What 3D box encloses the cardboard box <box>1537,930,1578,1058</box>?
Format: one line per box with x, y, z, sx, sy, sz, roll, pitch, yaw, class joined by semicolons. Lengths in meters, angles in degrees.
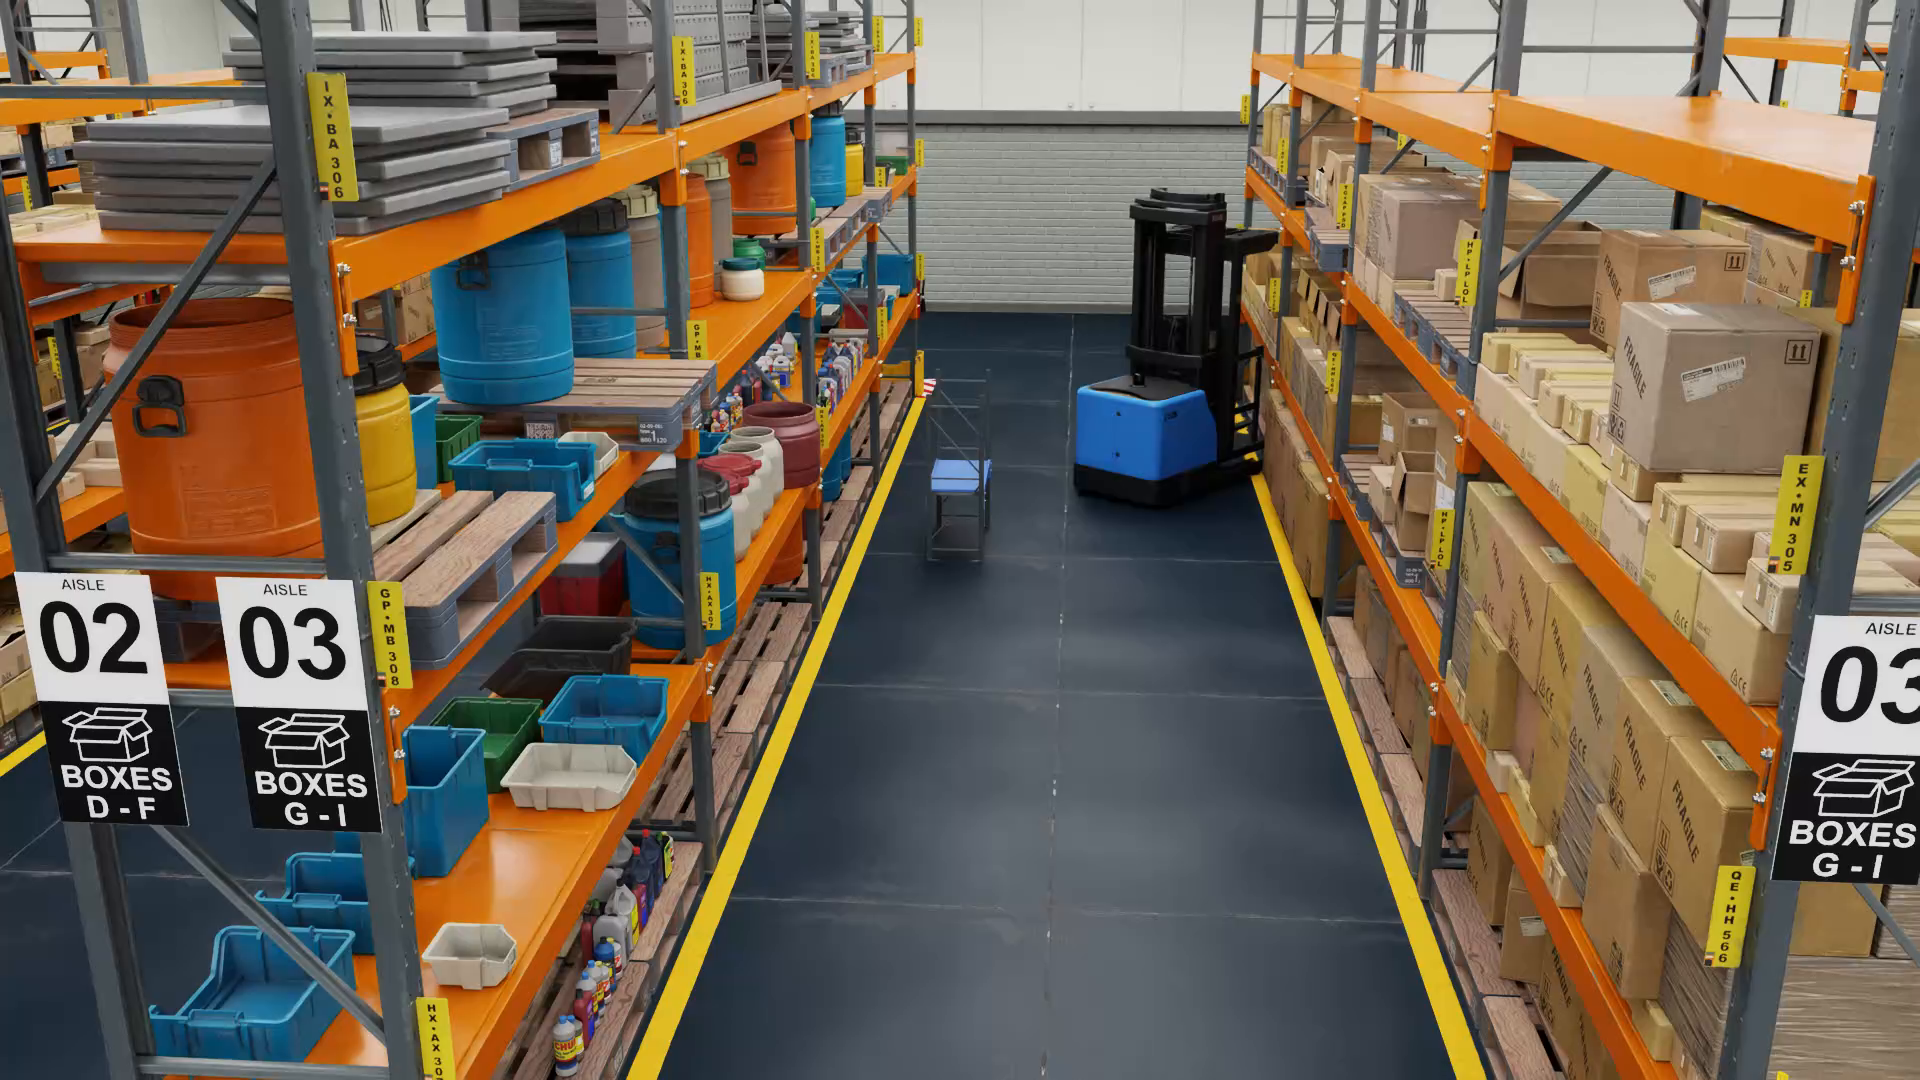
2.976;2.042;7.541;0.500;0.500;0.500;0;18;-1;cardboard box

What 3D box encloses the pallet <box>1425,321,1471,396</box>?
3.195;-0.968;8.870;1.213;0.211;1.003;1;18;4;pallet

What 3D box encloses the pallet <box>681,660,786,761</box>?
-1.793;1.148;11.408;1.003;0.211;1.213;1;18;4;pallet

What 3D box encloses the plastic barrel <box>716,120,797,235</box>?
-1.565;-2.800;12.798;0.600;0.830;0.708;1;18;4;plastic barrel

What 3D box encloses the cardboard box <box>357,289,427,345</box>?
-5.954;-2.349;17.440;0.500;0.500;0.500;2;18;5;cardboard box

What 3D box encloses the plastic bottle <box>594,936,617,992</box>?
-1.695;2.020;7.942;0.097;0.271;0.097;0;18;0;plastic bottle

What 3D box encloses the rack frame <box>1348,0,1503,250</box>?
3.331;-3.535;11.588;1.000;3.000;0.127;1;18;4;rack frame

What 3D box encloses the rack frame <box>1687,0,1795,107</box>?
8.845;-5.878;18.737;1.000;3.000;0.127;1;18;4;rack frame

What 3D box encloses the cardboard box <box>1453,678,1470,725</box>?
2.698;0.815;8.350;0.380;0.149;0.250;1;18;4;cardboard box

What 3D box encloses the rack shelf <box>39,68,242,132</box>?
-6.406;-3.847;14.336;1.077;0.370;4.000;1;18;4;rack shelf

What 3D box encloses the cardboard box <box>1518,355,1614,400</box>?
2.722;-0.723;7.424;0.380;0.149;0.250;1;18;4;cardboard box

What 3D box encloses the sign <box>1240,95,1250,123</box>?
3.352;-5.062;19.532;0.100;0.325;0.005;1;18;4;sign

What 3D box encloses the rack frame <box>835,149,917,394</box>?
-1.036;-3.280;20.442;1.000;3.000;0.127;1;18;4;rack frame

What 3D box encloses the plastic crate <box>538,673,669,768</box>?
-1.704;0.868;8.023;0.499;0.251;0.616;1;18;4;plastic crate

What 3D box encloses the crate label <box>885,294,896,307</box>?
-0.944;-2.749;19.149;0.396;0.136;0.243;1;18;4;crate label

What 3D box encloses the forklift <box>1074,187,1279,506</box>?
2.503;-2.111;16.986;1.130;2.935;3.031;16;24;40;forklift

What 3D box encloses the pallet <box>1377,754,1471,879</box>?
3.099;1.641;9.903;1.003;0.211;1.213;1;18;4;pallet

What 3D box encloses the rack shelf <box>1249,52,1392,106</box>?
3.761;-4.867;17.449;1.077;0.370;4.000;1;18;4;rack shelf

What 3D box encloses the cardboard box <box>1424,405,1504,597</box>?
3.241;-0.170;9.315;1.000;1.000;1.000;1;18;4;cardboard box

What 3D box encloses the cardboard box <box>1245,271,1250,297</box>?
3.570;-2.935;19.152;0.500;0.250;0.500;1;18;3;cardboard box

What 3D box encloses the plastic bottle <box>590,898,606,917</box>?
-1.795;1.901;8.287;0.061;0.283;0.133;1;18;4;plastic bottle

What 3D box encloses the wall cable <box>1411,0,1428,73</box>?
7.748;-9.228;23.794;2.277;5.999;0.120;1;18;4;wall cable

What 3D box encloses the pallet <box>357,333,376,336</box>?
-6.429;-1.812;16.271;1.003;0.211;1.213;1;18;4;pallet

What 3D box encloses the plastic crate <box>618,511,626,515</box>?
-2.052;0.001;10.771;0.450;0.188;0.662;1;18;4;plastic crate

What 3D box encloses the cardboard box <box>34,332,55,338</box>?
-11.112;-2.409;20.084;0.380;0.149;0.250;1;18;4;cardboard box

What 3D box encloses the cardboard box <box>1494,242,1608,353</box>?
3.177;-1.260;8.621;0.797;0.503;0.637;0;18;1;cardboard box

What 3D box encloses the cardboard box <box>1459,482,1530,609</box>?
2.759;0.028;8.104;0.500;0.500;0.500;1;18;4;cardboard box

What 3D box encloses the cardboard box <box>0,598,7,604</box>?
-6.984;0.571;11.530;0.500;0.311;0.500;1;18;3;cardboard box

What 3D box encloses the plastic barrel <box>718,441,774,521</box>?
-1.500;-0.393;11.453;0.421;0.512;0.421;0;18;0;plastic barrel

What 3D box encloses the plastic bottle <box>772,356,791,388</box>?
-1.650;-1.552;15.369;0.152;0.276;0.135;1;18;4;plastic bottle

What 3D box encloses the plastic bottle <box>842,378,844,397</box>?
-1.098;-1.393;15.002;0.097;0.201;0.097;0;18;0;plastic bottle

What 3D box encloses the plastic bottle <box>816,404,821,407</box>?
-1.222;-1.007;13.705;0.152;0.276;0.135;1;18;4;plastic bottle

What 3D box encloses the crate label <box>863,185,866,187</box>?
-0.999;-3.483;16.669;0.293;0.136;0.466;1;18;4;crate label

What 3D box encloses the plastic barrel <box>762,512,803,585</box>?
-1.591;-0.116;13.596;0.600;0.830;0.708;1;18;4;plastic barrel

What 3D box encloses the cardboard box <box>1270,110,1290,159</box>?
3.772;-4.393;18.026;0.700;0.500;0.500;0;18;0;cardboard box

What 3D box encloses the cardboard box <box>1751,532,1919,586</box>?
2.602;0.085;4.956;0.380;0.149;0.250;1;18;2;cardboard box

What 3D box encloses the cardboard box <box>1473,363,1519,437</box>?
2.757;-0.662;7.877;0.500;0.250;0.500;1;18;2;cardboard box

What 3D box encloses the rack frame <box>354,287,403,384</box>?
-6.263;-2.149;16.991;1.000;3.000;0.127;1;18;4;rack frame

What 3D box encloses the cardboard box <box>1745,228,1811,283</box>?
8.404;-2.920;17.100;0.500;0.500;0.500;2;18;5;cardboard box

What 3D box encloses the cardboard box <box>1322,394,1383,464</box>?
3.119;-0.891;12.991;0.500;0.500;0.500;2;18;6;cardboard box

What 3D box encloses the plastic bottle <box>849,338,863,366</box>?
-1.028;-1.849;16.274;0.152;0.276;0.135;1;18;4;plastic bottle

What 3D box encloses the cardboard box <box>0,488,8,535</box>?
-6.691;-0.269;11.094;0.500;0.500;0.500;1;18;4;cardboard box

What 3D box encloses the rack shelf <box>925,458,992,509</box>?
-0.006;-0.515;14.992;0.538;0.185;1.000;1;18;4;rack shelf

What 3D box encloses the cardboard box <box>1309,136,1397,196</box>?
3.586;-3.419;15.215;0.700;0.500;0.500;2;18;5;cardboard box

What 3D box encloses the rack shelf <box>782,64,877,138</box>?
-1.466;-3.735;13.995;1.077;0.370;4.000;1;18;4;rack shelf

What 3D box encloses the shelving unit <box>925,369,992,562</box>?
-0.006;-0.686;14.936;0.538;1.500;1.048;1;18;4;shelving unit

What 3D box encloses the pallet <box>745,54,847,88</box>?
-1.527;-3.589;12.698;1.213;0.211;1.003;1;18;4;pallet

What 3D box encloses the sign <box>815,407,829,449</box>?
-1.060;-0.862;12.803;0.100;0.325;0.005;1;18;4;sign

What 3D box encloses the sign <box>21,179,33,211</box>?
-7.090;-2.591;12.691;0.100;0.325;0.005;1;18;4;sign

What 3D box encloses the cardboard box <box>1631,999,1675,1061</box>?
2.557;1.670;5.740;0.380;0.149;0.250;1;18;4;cardboard box

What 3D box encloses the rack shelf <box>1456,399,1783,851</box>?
2.901;0.095;6.480;1.077;0.370;4.000;1;18;4;rack shelf

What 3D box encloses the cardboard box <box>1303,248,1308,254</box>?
4.132;-3.438;19.485;0.500;0.500;0.500;2;18;5;cardboard box

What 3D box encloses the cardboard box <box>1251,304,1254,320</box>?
3.460;-2.547;18.611;0.380;0.149;0.250;1;18;3;cardboard box

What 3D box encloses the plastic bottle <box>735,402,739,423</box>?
-1.928;-1.094;14.091;0.097;0.201;0.097;0;18;0;plastic bottle
